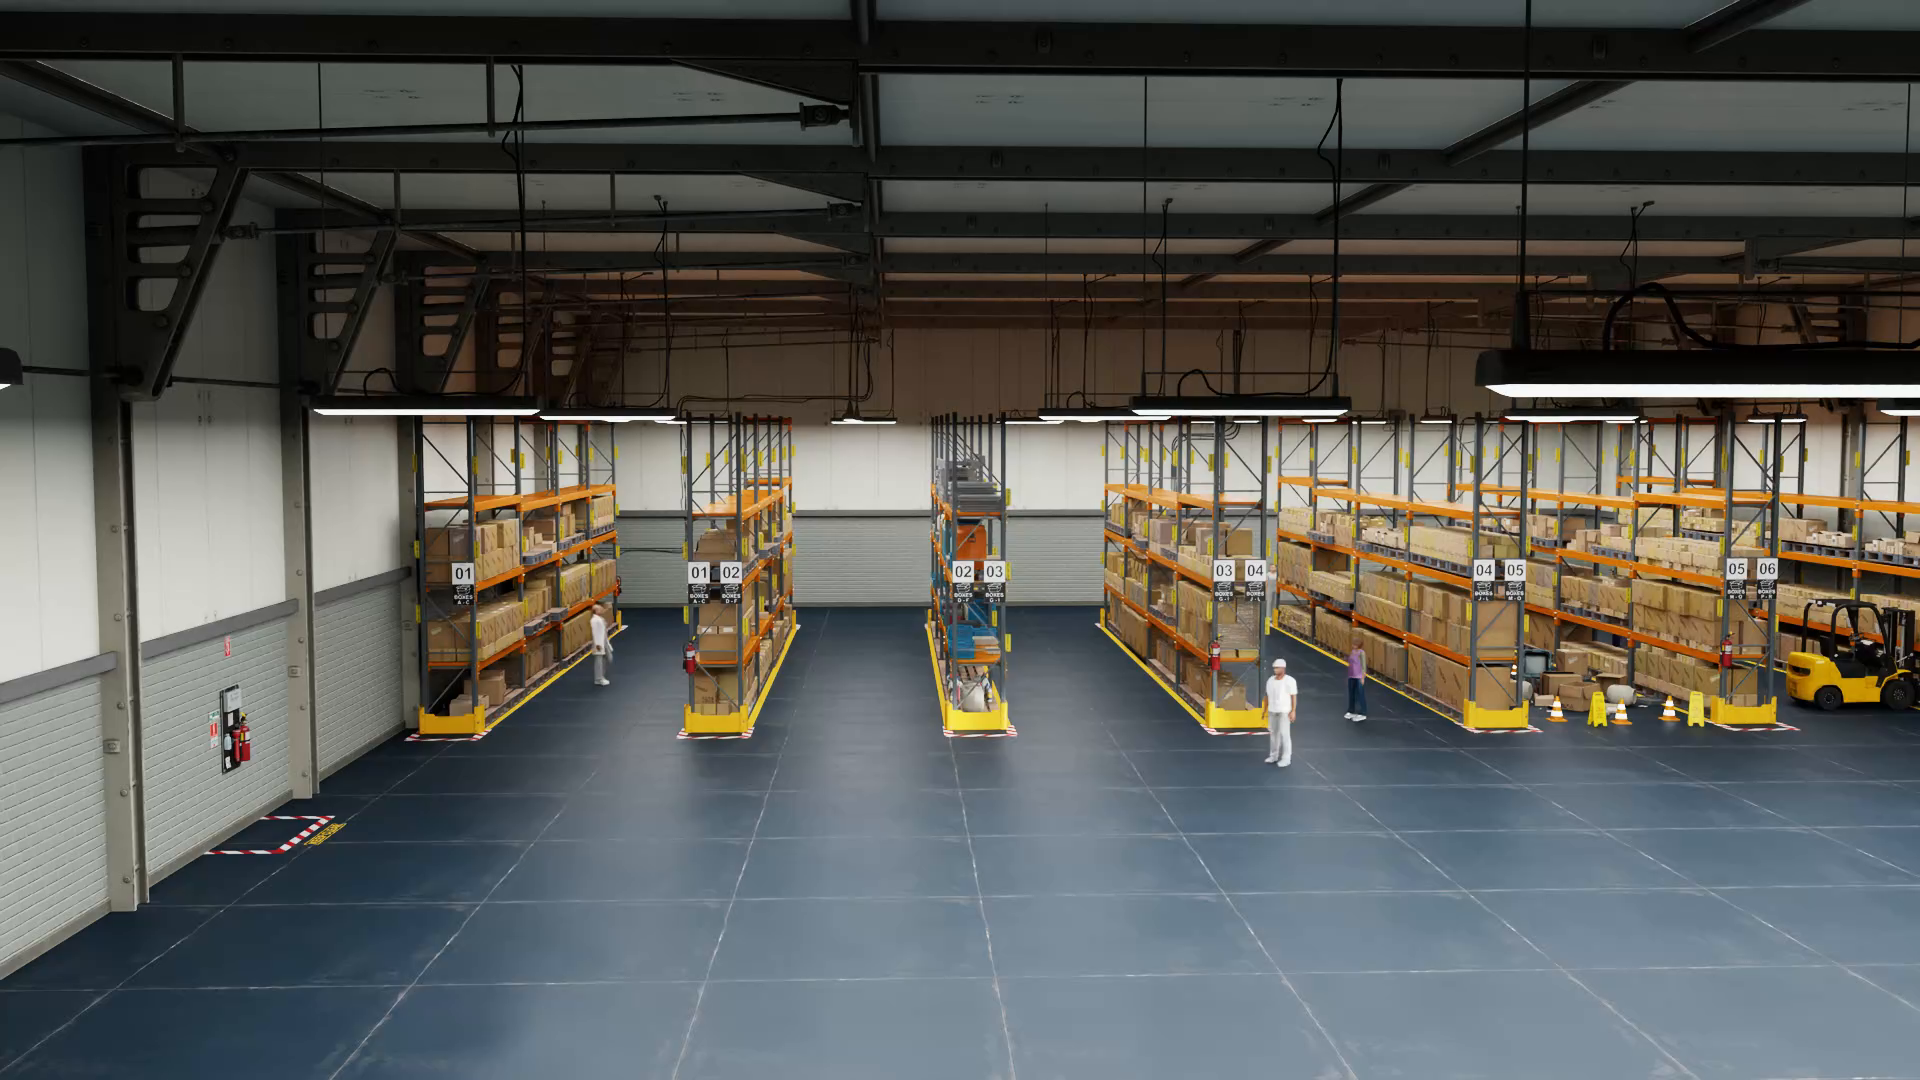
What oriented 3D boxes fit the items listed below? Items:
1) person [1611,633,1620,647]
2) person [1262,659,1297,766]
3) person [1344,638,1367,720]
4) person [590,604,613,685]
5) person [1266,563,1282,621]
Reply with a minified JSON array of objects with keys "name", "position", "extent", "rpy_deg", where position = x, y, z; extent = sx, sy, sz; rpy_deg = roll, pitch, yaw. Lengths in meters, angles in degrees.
[{"name":"person","position":[16.831,2.016,42.663],"extent":[0.434,1.682,0.565],"rpy_deg":[2,4,28]},{"name":"person","position":[5.402,2.916,28.265],"extent":[0.402,1.784,0.601],"rpy_deg":[-3,5,-42]},{"name":"person","position":[7.730,2.710,32.514],"extent":[0.367,1.583,0.492],"rpy_deg":[-3,5,-35]},{"name":"person","position":[-8.022,2.323,37.075],"extent":[0.536,1.781,0.630],"rpy_deg":[1,4,19]},{"name":"person","position":[9.302,1.538,49.289],"extent":[0.484,1.683,0.539],"rpy_deg":[0,4,-3]}]
